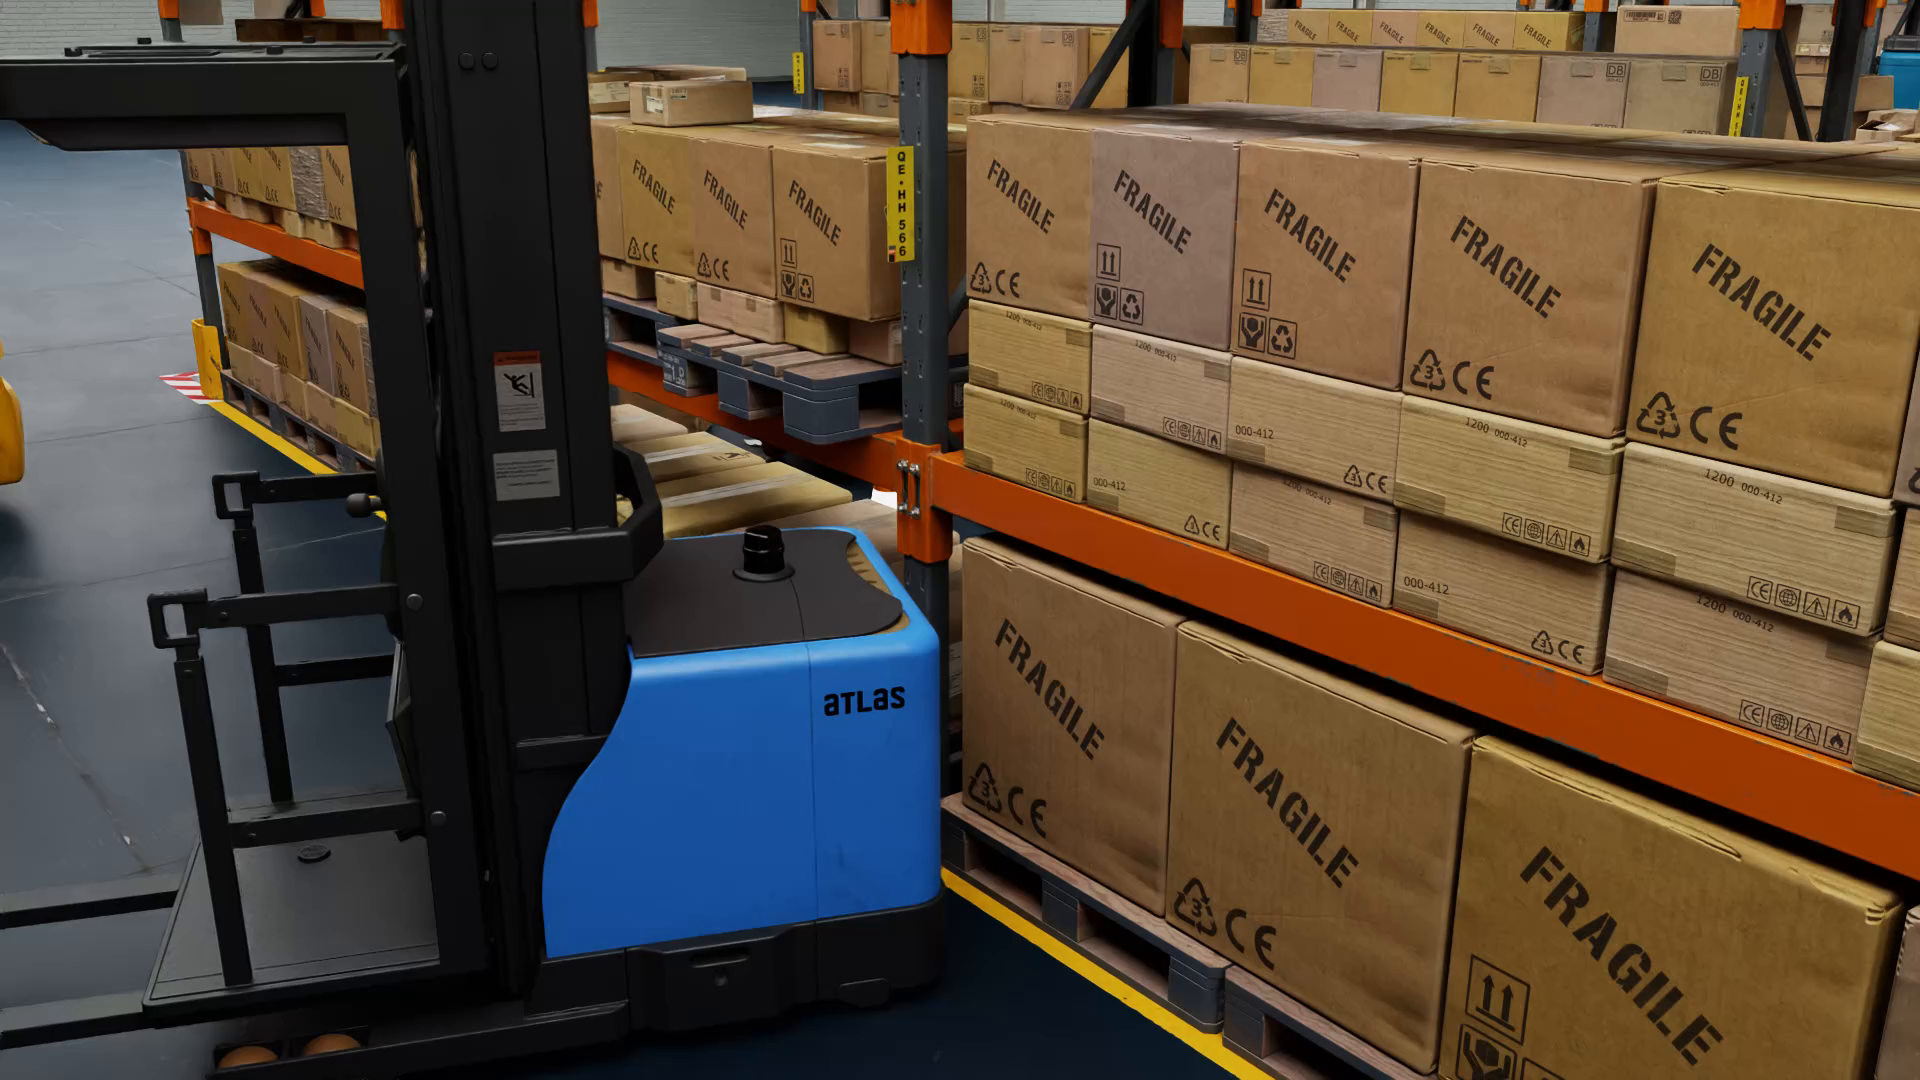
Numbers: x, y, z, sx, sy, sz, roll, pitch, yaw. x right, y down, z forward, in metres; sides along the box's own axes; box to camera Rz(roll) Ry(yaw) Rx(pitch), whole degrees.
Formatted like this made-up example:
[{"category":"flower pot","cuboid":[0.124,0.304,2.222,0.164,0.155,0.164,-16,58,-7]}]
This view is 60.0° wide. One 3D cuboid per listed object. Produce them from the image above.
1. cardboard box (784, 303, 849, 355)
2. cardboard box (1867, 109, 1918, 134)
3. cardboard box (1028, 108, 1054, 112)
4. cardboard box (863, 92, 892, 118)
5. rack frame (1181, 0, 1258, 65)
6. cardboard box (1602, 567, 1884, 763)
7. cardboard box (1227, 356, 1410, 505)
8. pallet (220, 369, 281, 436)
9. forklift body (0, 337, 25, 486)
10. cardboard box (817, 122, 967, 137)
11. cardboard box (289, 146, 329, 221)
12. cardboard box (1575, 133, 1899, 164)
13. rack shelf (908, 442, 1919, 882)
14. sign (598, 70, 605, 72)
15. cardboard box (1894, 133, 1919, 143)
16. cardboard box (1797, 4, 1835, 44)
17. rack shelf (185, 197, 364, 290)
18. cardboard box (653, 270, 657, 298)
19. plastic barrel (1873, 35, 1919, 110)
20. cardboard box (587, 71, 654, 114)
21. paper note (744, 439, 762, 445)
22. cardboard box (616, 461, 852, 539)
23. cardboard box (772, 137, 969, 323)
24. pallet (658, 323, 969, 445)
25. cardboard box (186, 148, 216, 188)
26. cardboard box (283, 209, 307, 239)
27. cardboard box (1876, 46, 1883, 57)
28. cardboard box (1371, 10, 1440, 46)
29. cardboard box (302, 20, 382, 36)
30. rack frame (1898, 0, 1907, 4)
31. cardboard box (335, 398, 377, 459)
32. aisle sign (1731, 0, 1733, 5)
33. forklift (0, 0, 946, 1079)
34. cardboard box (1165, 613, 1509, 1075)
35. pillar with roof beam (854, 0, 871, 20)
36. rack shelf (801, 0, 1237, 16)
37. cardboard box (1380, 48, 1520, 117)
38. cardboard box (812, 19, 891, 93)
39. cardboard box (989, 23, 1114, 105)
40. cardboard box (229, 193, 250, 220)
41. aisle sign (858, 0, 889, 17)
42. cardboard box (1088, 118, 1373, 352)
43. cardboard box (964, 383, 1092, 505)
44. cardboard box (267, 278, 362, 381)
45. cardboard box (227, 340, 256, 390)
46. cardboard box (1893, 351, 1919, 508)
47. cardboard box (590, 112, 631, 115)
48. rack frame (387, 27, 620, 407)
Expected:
[{"category":"cardboard box","cuboid":[-0.360,-0.730,5.527,0.380,0.149,0.250,-14,23,-35]},{"category":"cardboard box","cuboid":[7.159,-3.084,12.473,0.500,0.250,0.500,-15,23,-38]},{"category":"cardboard box","cuboid":[0.988,-2.831,11.901,0.875,0.550,0.550,-14,23,-36]},{"category":"cardboard box","cuboid":[-0.274,-3.383,13.569,0.875,0.550,0.550,-14,23,-36]},{"category":"rack frame","cuboid":[1.585,-2.540,11.261,1.000,3.000,0.127,-14,23,-36]},{"category":"cardboard box","cuboid":[1.645,0.178,3.290,0.500,0.250,0.500,-15,23,-38]},{"category":"cardboard box","cuboid":[0.992,-0.304,3.951,0.500,0.250,0.500,-14,23,-36]},{"category":"pallet","cuboid":[-4.192,-0.985,11.001,1.003,0.211,1.213,-14,23,-36]},{"category":"forklift body","cuboid":[-5.997,-1.051,8.114,2.313,2.155,1.214,-14,23,-36]},{"category":"cardboard box","cuboid":[-0.176,-1.234,6.018,0.500,0.500,0.500,-13,22,-33]},{"category":"cardboard box","cuboid":[-3.354,-2.051,9.153,0.500,0.500,0.500,-13,22,-35]},{"category":"cardboard box","cuboid":[1.714,-0.634,3.757,0.500,0.500,0.500,-14,23,-37]},{"category":"rack shelf","cuboid":[1.493,0.271,3.917,1.077,0.370,4.000,-14,23,-36]},{"category":"sign","cuboid":[-1.799,-2.208,8.416,0.100,0.325,0.005,-14,23,-36]},{"category":"cardboard box","cuboid":[4.733,-1.886,8.070,0.380,0.149,0.250,-15,24,-38]},{"category":"cardboard box","cuboid":[11.464,-6.806,21.920,0.700,0.500,0.500,-15,23,-38]},{"category":"rack shelf","cuboid":[-3.474,-1.700,9.870,1.077,0.370,4.000,-14,23,-36]},{"category":"cardboard box","cuboid":[-0.940,-0.999,6.338,0.380,0.149,0.250,-14,23,-36]},{"category":"plastic barrel","cuboid":[9.421,-4.533,16.484,0.600,0.901,0.708,-14,23,-36]},{"category":"cardboard box","cuboid":[-1.462,-1.812,6.732,0.380,0.149,0.250,-12,22,-33]},{"category":"paper note","cuboid":[-1.224,-0.603,10.135,0.148,0.019,0.142,-14,23,-36]},{"category":"cardboard box","cuboid":[-1.022,-0.025,7.177,0.950,0.372,0.625,-13,22,-34]},{"category":"cardboard box","cuboid":[-0.249,-1.009,5.338,0.500,0.500,0.500,-15,23,-38]},{"category":"pallet","cuboid":[-0.275,-0.627,5.790,1.213,0.211,1.003,-14,23,-36]},{"category":"cardboard box","cuboid":[-4.639,-2.552,10.667,0.500,0.500,0.500,-14,23,-37]},{"category":"cardboard box","cuboid":[-3.628,-1.824,9.500,0.380,0.149,0.250,-14,23,-36]},{"category":"cardboard box","cuboid":[11.849,-6.239,21.241,0.380,0.149,0.250,-14,23,-36]},{"category":"cardboard box","cuboid":[4.112,-4.574,15.181,0.500,0.500,0.500,-14,23,-36]},{"category":"cardboard box","cuboid":[-3.522,-2.883,10.074,0.700,0.500,0.500,-14,23,-37]},{"category":"rack frame","cuboid":[14.701,-7.369,25.845,1.000,3.000,0.127,-14,23,-36]},{"category":"cardboard box","cuboid":[-3.148,-0.665,9.307,0.500,0.250,0.500,-15,23,-38]},{"category":"aisle sign","cuboid":[10.540,-7.592,22.382,0.394,0.787,0.004,-14,23,-36]},{"category":"forklift","cuboid":[-1.613,-0.158,4.178,3.031,2.935,1.130,-5,19,-15]},{"category":"cardboard box","cuboid":[1.166,0.653,4.331,0.875,0.875,0.875,-14,23,-35]},{"category":"pillar with roof beam","cuboid":[-6.187,-16.765,44.678,9.100,9.000,0.400,-14,23,-36]},{"category":"rack shelf","cuboid":[0.344,-4.115,12.391,1.077,0.370,4.000,-14,23,-36]},{"category":"cardboard box","cuboid":[2.845,-2.565,9.588,0.700,0.500,0.500,-14,23,-37]},{"category":"cardboard box","cuboid":[-0.698,-4.010,13.746,0.875,0.550,0.550,-14,23,-36]},{"category":"cardboard box","cuboid":[0.723,-3.494,12.186,0.875,0.550,0.550,-14,23,-36]},{"category":"cardboard box","cuboid":[-4.277,-2.079,10.269,0.380,0.149,0.250,-14,23,-35]},{"category":"aisle sign","cuboid":[-0.707,-4.836,14.059,0.394,0.787,0.004,-14,23,-36]},{"category":"cardboard box","cuboid":[0.681,-0.796,4.244,0.500,0.500,0.500,-14,23,-36]},{"category":"cardboard box","cuboid":[0.358,-0.322,4.803,0.500,0.250,0.500,-14,23,-37]},{"category":"cardboard box","cuboid":[-3.783,-1.273,9.948,0.500,0.500,0.500,-13,23,-35]},{"category":"cardboard box","cuboid":[-4.432,-1.176,10.848,0.500,0.250,0.500,-14,23,-37]},{"category":"cardboard box","cuboid":[1.934,-0.287,2.707,0.500,0.500,0.500,-13,23,-35]},{"category":"cardboard box","cuboid":[-1.558,-1.518,6.874,0.500,0.500,0.500,-14,23,-36]},{"category":"rack frame","cuboid":[-2.232,-1.549,8.268,1.000,3.000,0.127,-14,23,-36]}]
